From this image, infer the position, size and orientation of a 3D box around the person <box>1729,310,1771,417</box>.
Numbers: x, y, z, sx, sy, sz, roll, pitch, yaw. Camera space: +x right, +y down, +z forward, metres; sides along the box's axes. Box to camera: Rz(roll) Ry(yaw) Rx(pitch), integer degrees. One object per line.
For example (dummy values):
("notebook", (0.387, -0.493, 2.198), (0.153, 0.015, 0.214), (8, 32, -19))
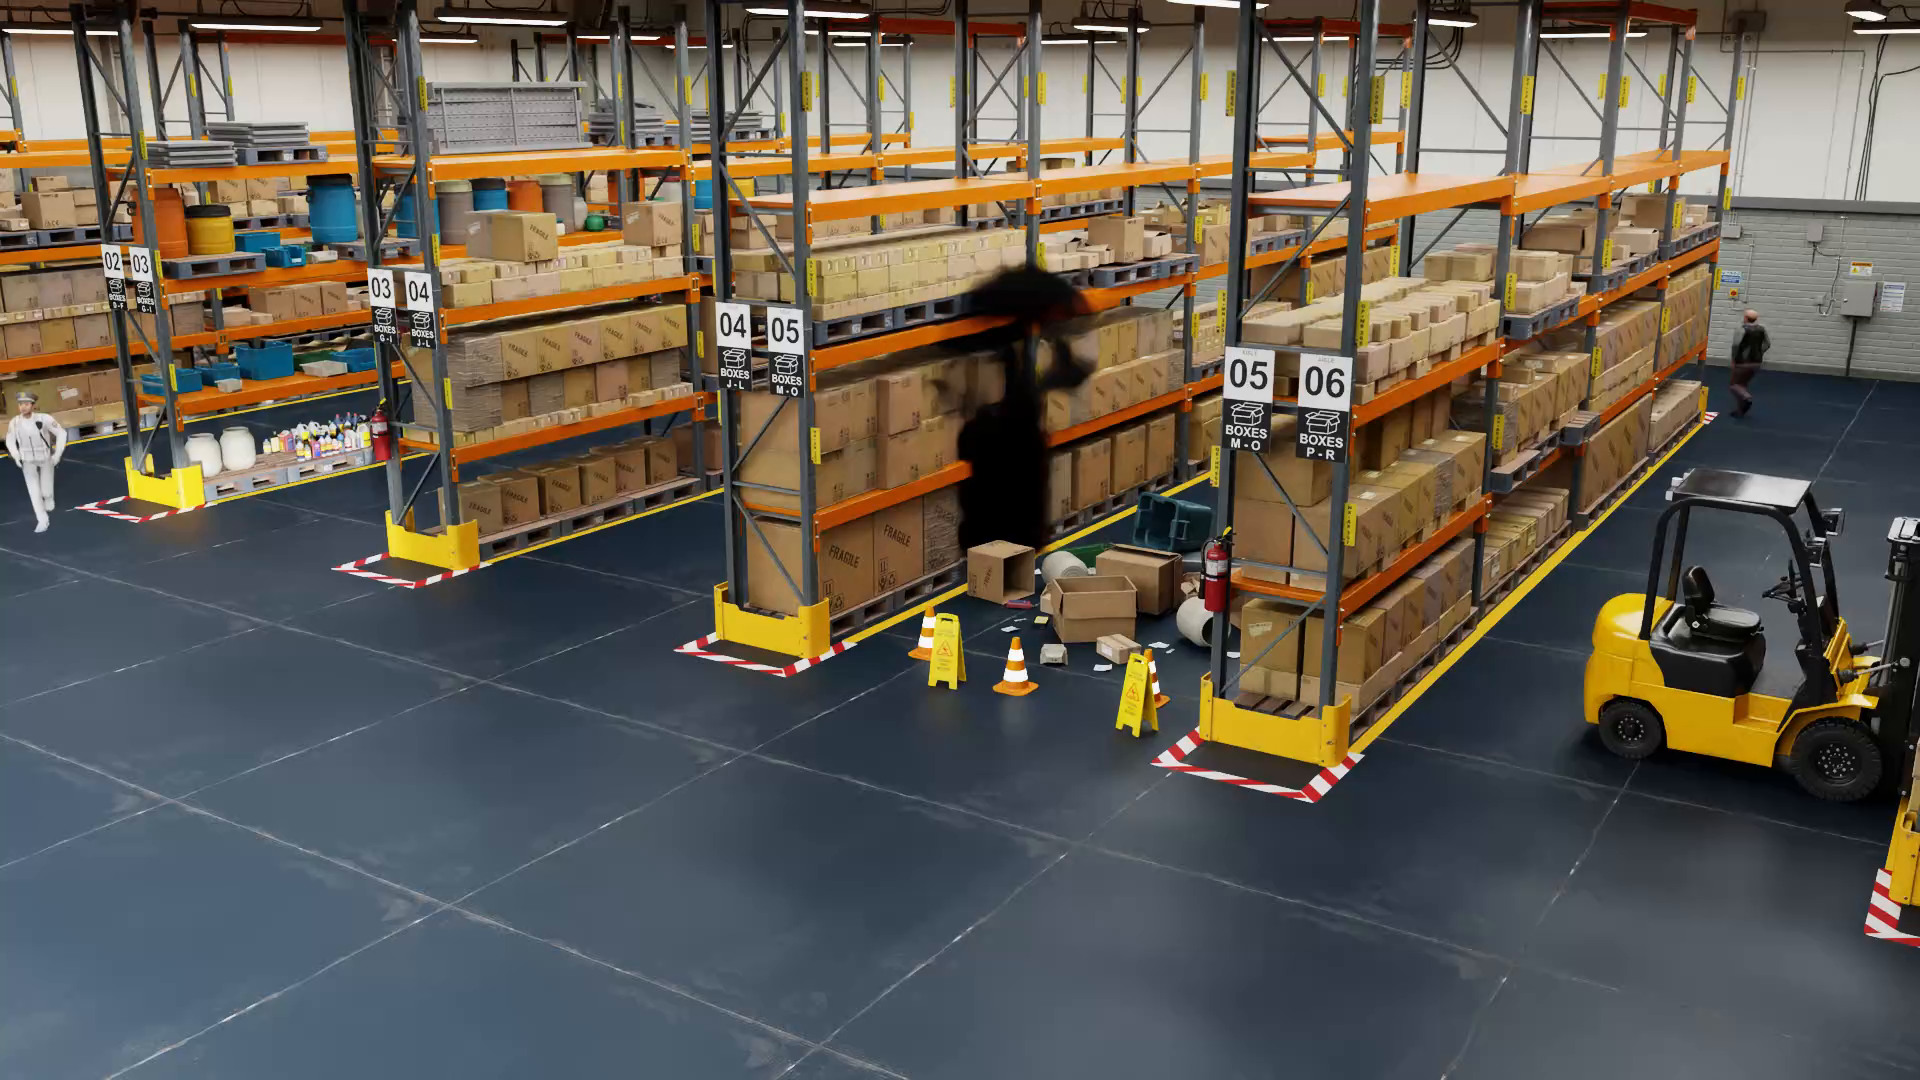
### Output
("person", (12.316, -2.736, 25.968), (0.668, 1.695, 0.618), (-3, 16, -11))

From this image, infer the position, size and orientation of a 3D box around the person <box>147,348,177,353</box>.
("person", (-13.788, -3.499, 28.740), (0.706, 1.731, 1.055), (6, 17, 20))

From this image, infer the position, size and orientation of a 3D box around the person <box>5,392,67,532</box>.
("person", (-10.837, -0.940, 19.570), (0.641, 1.672, 0.627), (-5, 16, -17))

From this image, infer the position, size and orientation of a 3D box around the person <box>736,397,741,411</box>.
("person", (-3.333, -2.485, 24.593), (0.683, 1.709, 0.788), (8, 17, 26))
